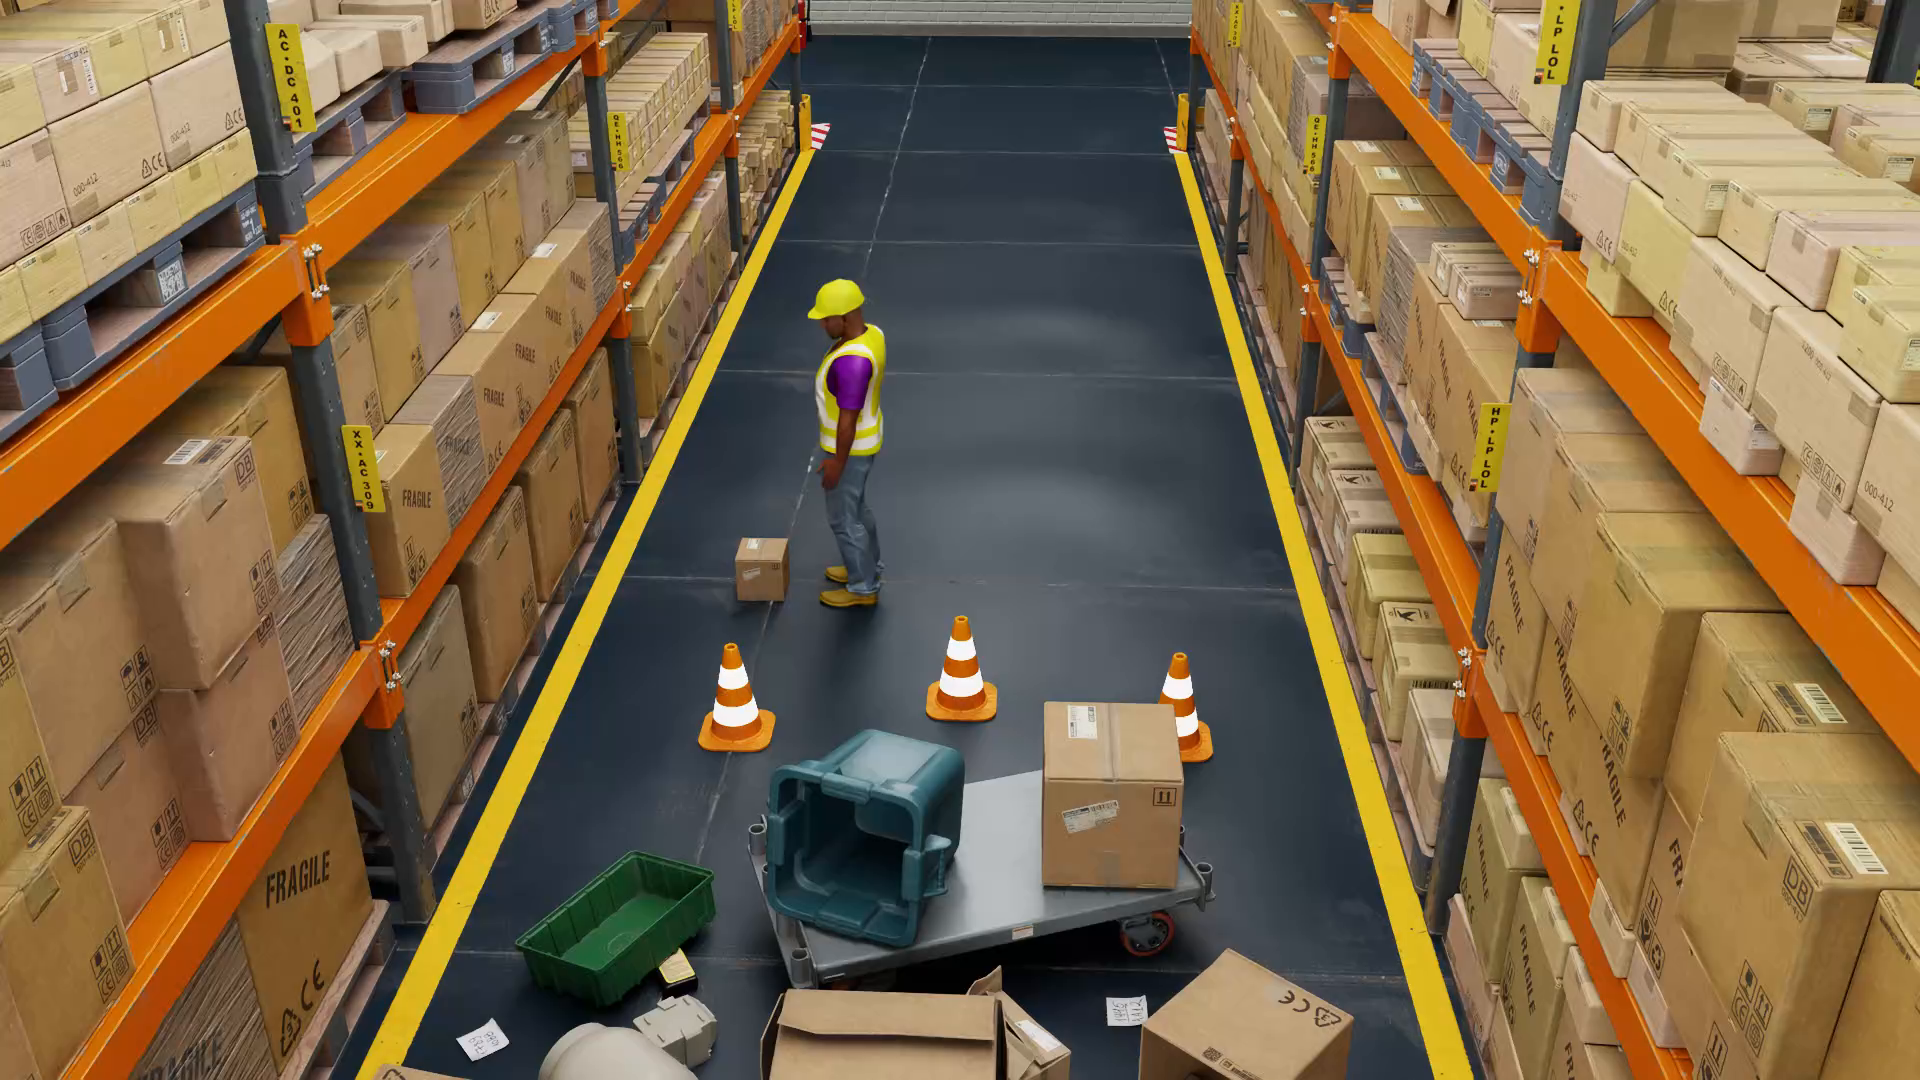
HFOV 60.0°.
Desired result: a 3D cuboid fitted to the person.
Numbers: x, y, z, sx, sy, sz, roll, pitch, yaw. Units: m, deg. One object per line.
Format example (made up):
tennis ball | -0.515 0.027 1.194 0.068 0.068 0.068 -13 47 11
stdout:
person | -0.564 -0.494 8.538 0.368 1.759 0.568 2 28 3
